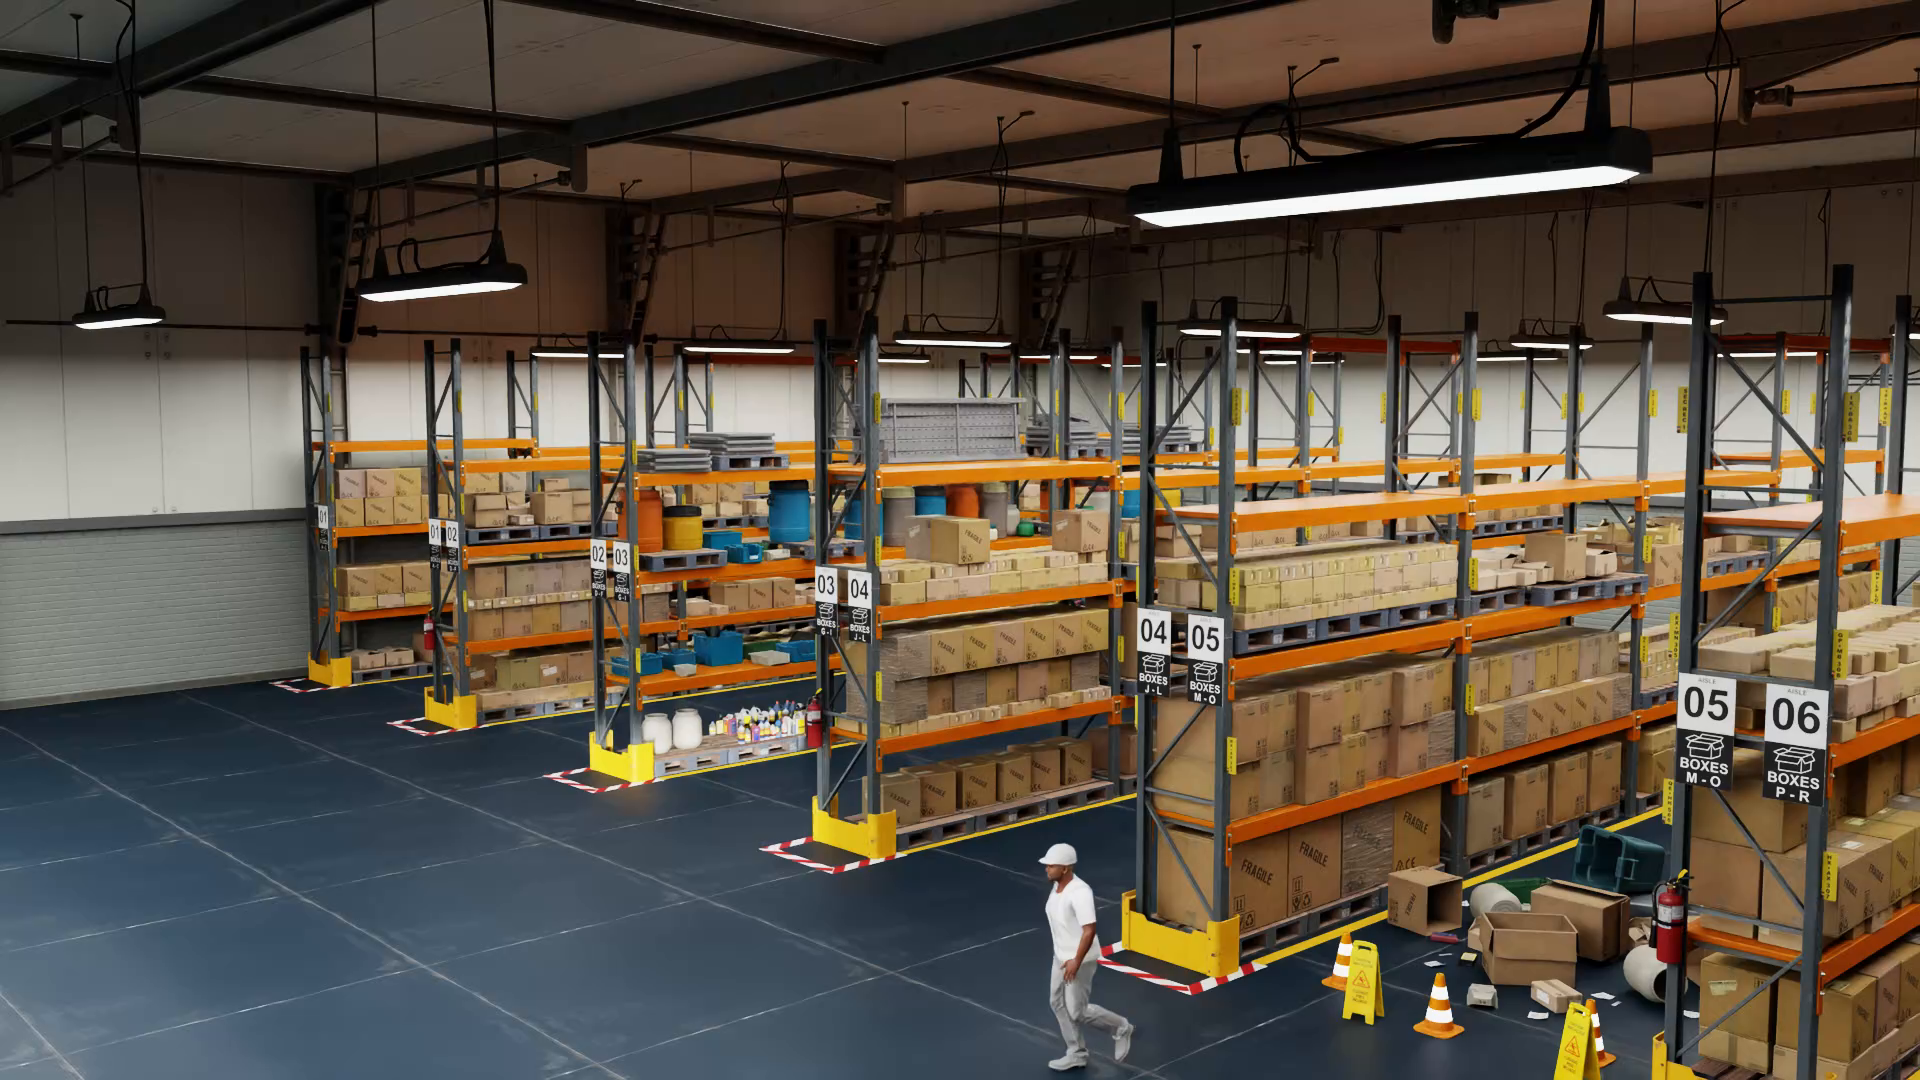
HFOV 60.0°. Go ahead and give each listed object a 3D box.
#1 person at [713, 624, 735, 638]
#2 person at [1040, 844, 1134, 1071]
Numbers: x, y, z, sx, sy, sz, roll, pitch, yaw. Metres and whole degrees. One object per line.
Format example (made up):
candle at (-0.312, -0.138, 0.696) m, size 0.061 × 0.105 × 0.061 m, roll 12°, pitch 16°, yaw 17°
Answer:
person at (-4.515, 1.597, 31.539) m, size 0.434 × 1.546 × 0.967 m, roll 3°, pitch 6°, yaw 34°
person at (0.966, 3.182, 12.780) m, size 0.717 × 1.732 × 0.630 m, roll -2°, pitch 5°, yaw -19°
